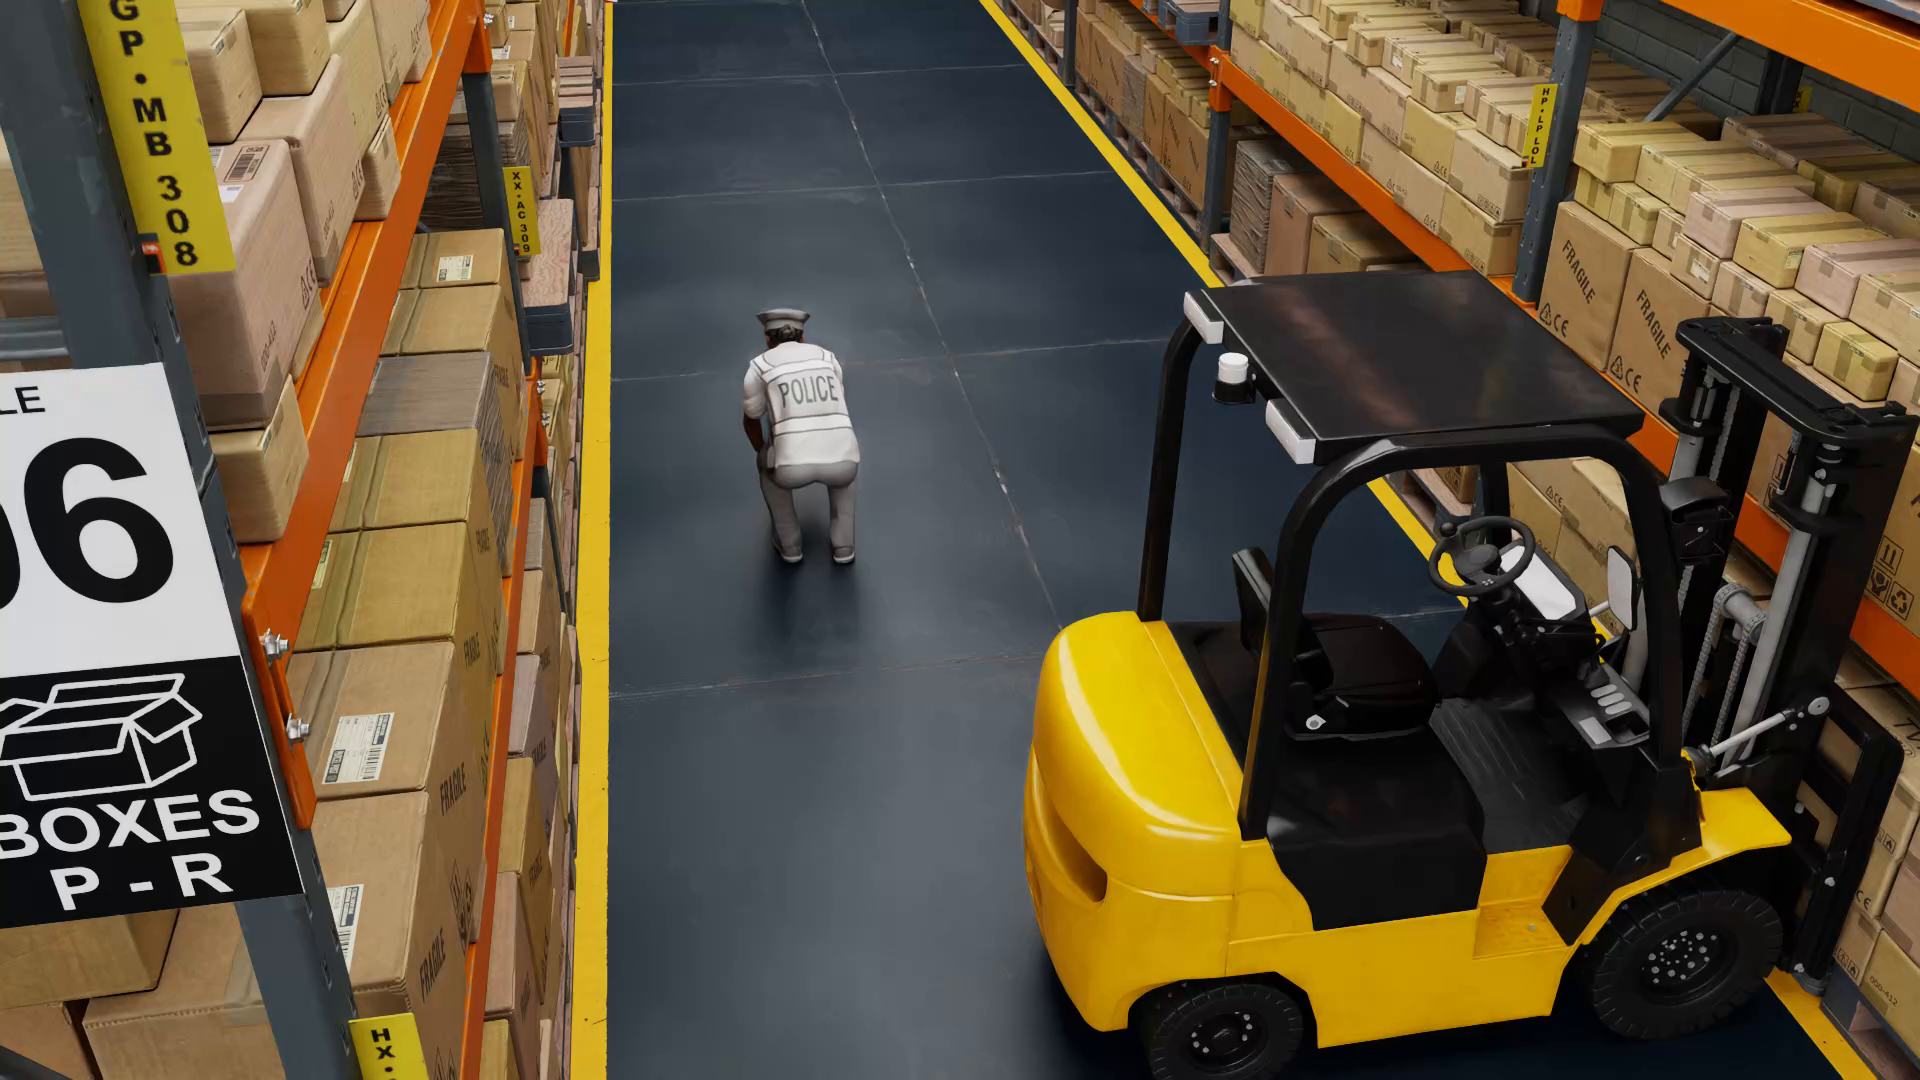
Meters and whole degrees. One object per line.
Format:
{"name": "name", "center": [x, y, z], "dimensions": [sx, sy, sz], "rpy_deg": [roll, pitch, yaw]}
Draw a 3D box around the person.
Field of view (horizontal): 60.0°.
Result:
{"name": "person", "center": [-0.715, -0.452, 7.466], "dimensions": [0.493, 1.076, 0.826], "rpy_deg": [-5, 31, -9]}
